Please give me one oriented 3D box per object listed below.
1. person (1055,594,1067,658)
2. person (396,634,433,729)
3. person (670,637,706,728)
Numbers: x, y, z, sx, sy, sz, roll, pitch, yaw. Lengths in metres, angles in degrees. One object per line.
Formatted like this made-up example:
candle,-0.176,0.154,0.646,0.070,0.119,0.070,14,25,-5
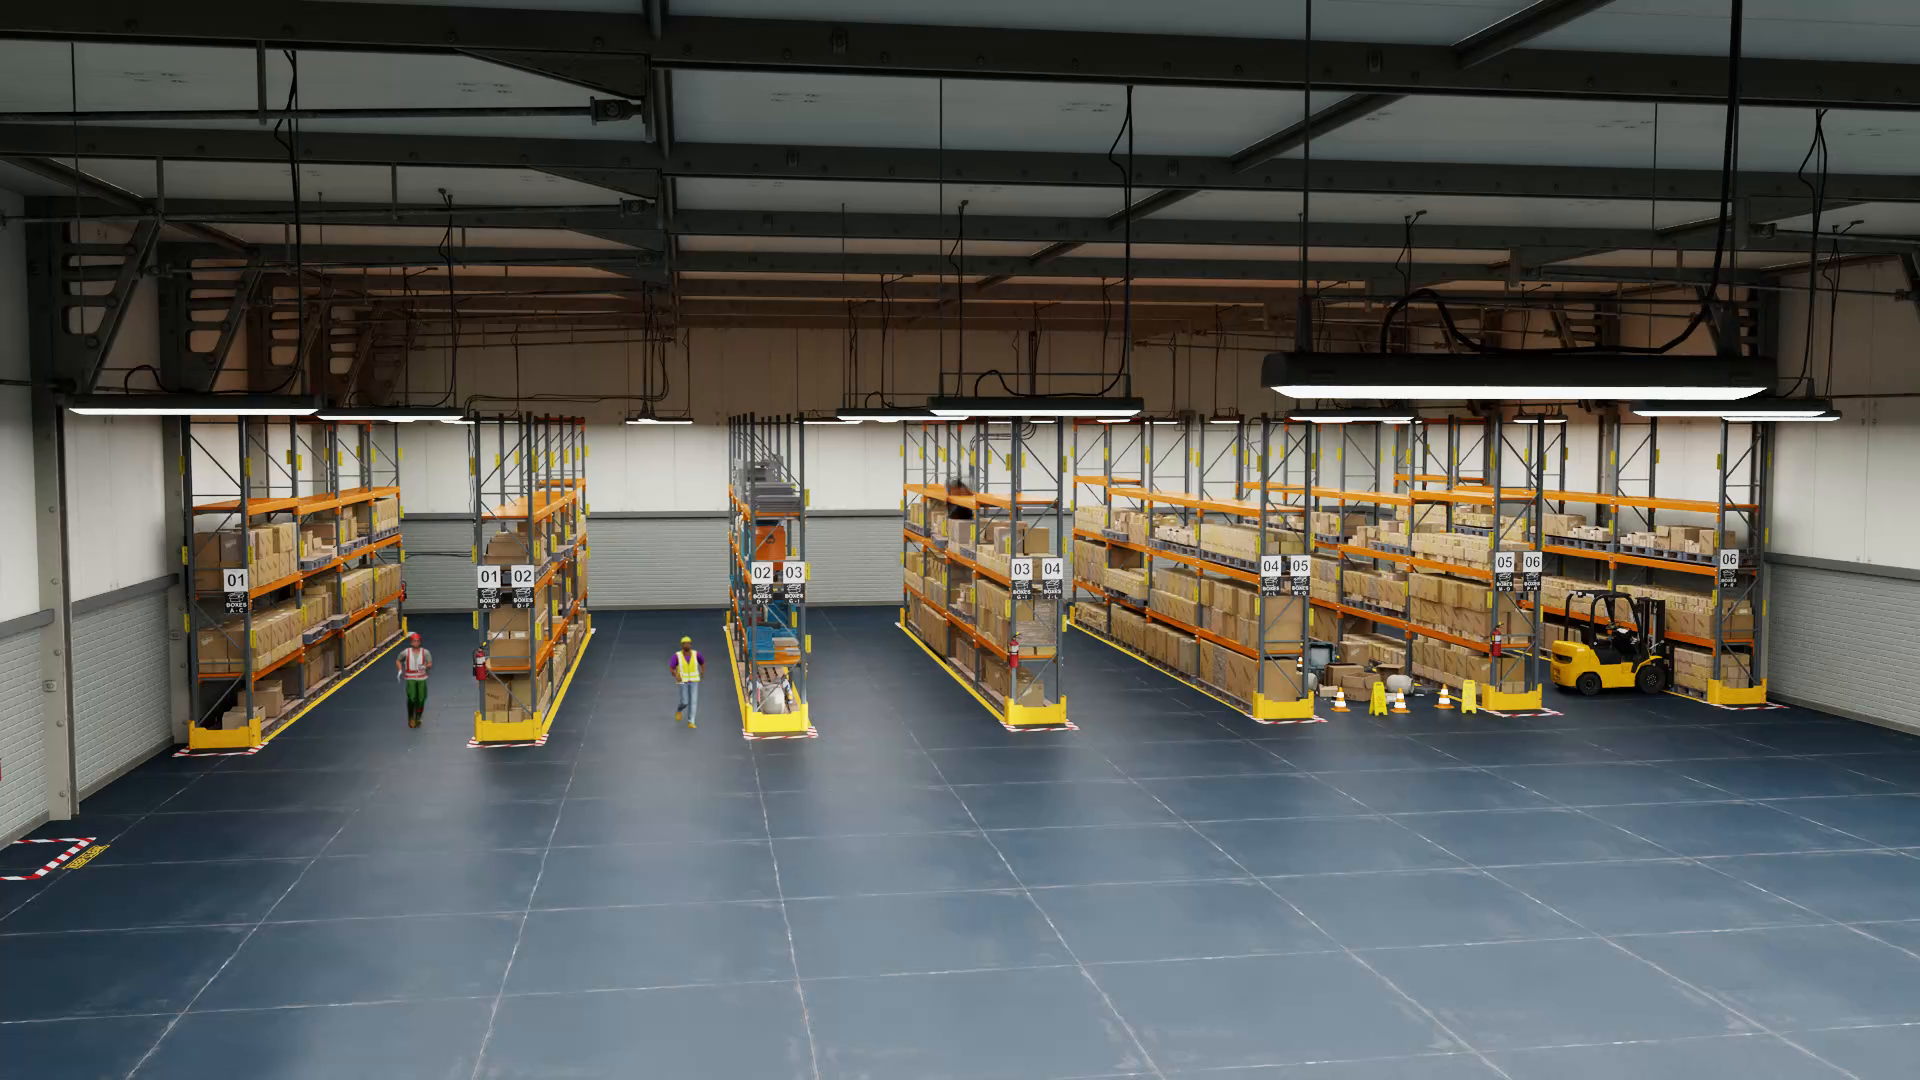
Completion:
person,2.240,1.868,39.554,0.686,1.842,0.824,-1,4,-17
person,-10.338,2.680,31.598,0.641,1.792,0.709,-2,4,-27
person,-5.162,2.715,31.748,0.706,1.706,0.766,-1,4,-17
